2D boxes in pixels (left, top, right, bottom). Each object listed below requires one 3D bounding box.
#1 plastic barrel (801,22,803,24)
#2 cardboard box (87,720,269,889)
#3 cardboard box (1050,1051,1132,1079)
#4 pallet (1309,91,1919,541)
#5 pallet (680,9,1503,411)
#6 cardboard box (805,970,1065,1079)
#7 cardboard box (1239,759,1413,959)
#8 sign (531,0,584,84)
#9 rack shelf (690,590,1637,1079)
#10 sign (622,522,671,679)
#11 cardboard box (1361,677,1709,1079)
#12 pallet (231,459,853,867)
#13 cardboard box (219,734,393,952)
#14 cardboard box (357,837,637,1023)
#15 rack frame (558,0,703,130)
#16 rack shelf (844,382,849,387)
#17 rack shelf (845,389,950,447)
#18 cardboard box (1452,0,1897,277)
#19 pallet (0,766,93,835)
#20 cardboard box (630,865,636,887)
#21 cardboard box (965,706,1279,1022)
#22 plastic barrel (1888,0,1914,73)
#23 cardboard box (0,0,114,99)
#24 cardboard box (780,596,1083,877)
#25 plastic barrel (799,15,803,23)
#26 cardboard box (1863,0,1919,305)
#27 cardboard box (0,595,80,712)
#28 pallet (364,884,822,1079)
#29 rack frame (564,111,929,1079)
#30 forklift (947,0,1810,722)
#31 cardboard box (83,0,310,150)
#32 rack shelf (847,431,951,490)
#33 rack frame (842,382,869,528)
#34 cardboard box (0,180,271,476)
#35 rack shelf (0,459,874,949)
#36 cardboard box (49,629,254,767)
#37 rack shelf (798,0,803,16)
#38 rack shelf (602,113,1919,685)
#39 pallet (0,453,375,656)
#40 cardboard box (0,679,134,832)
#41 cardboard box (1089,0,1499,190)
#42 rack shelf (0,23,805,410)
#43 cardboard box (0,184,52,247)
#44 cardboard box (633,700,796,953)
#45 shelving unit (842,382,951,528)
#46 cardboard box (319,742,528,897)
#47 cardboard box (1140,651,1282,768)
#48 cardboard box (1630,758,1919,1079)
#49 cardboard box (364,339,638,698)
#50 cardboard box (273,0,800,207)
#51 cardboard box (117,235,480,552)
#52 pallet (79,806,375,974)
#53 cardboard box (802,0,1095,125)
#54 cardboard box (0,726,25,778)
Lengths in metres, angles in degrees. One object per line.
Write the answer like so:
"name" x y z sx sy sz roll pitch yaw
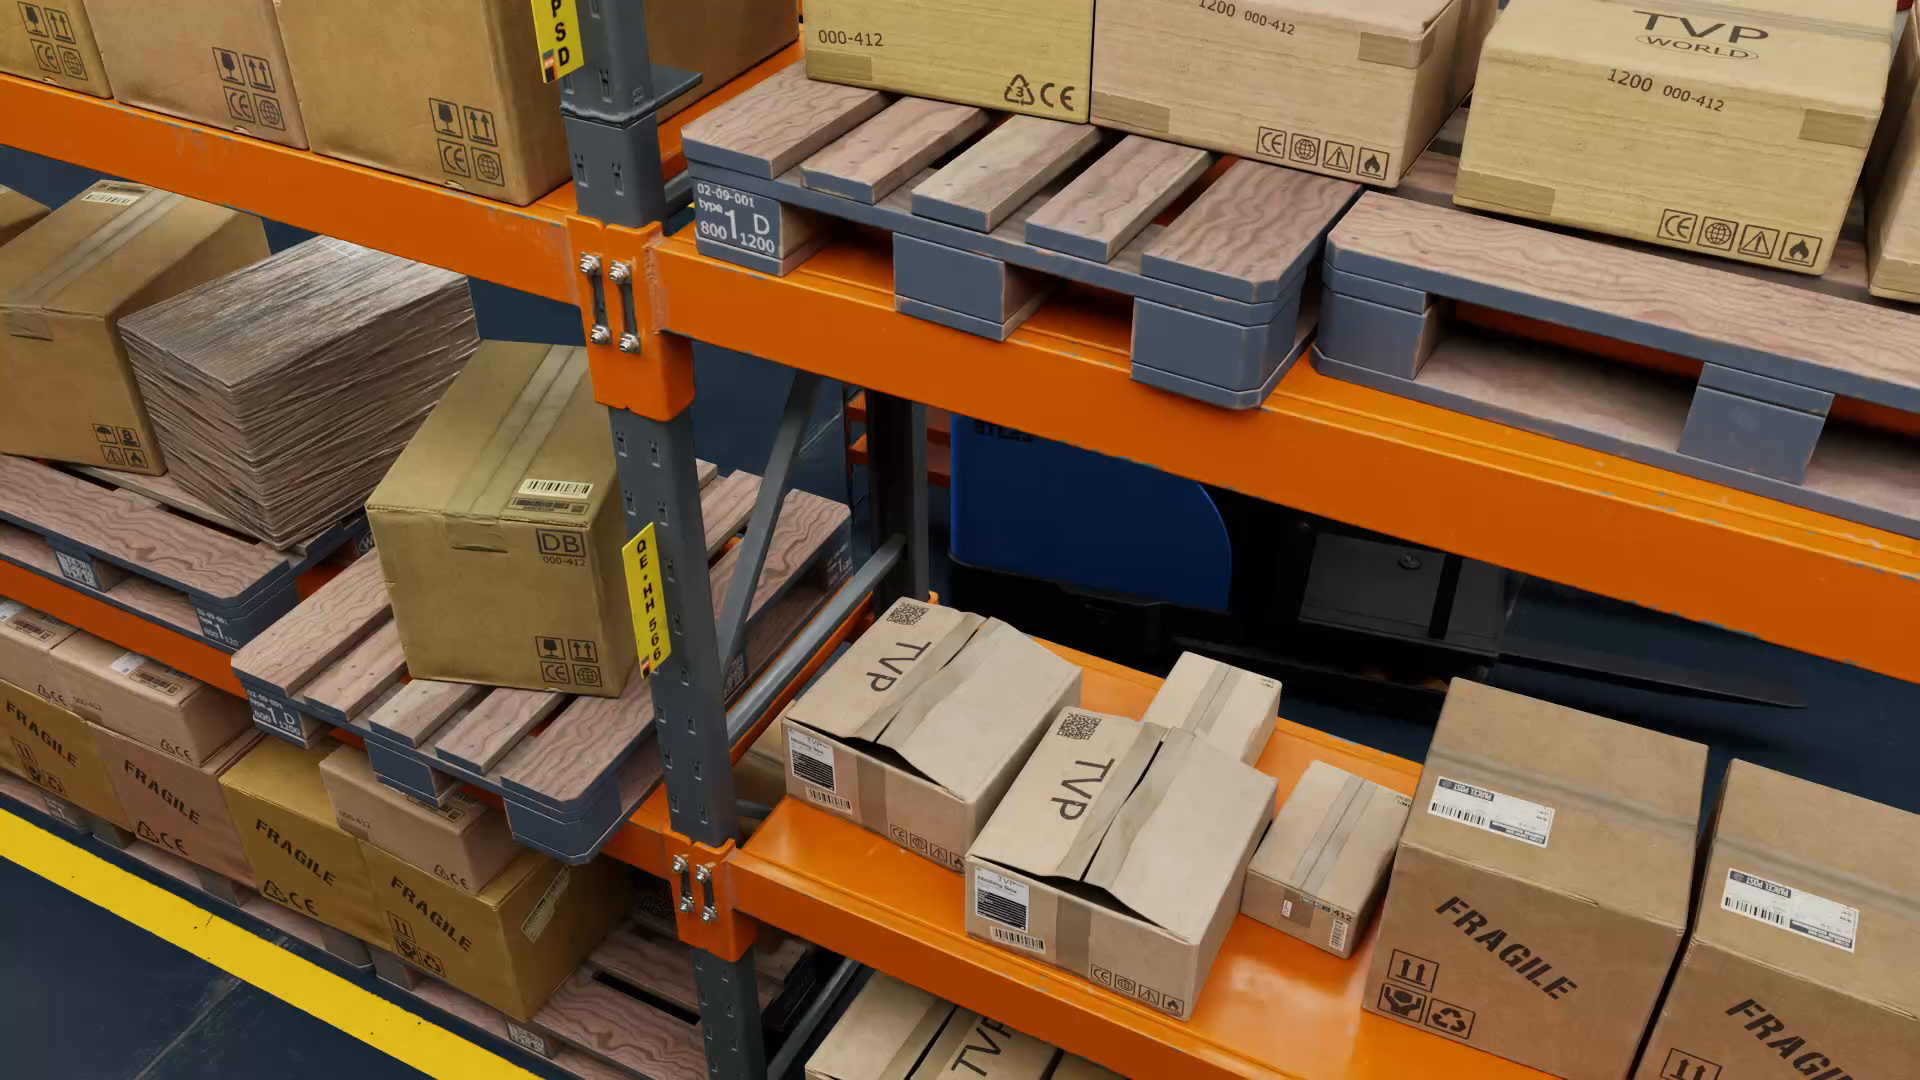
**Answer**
"plastic barrel" -0.528 -2.489 8.937 0.708 0.901 0.600 17 41 21
"cardboard box" -2.228 0.655 5.110 0.500 0.500 0.500 16 40 20
"cardboard box" 0.439 1.405 3.882 0.500 0.311 0.500 16 40 20
"pallet" 1.277 -0.414 2.490 1.213 0.211 1.003 19 41 24
"pallet" 0.282 -0.724 2.898 1.003 0.211 1.213 19 41 24
"cardboard box" -0.032 1.263 4.068 0.500 0.311 0.500 19 41 23
"cardboard box" 0.797 0.680 3.581 0.250 0.149 0.380 20 42 25
"sign" -0.613 -0.855 2.487 0.005 0.325 0.100 17 41 21
"rack shelf" 1.414 1.098 3.418 4.000 0.370 1.077 17 41 21
"sign" -0.603 0.120 3.219 0.005 0.325 0.100 17 41 21
"cardboard box" 1.136 0.673 3.299 0.500 0.500 0.500 15 40 19
"pallet" -0.996 0.181 4.189 1.003 0.211 1.213 17 41 21
"cardboard box" -1.759 0.798 4.922 0.500 0.500 0.500 16 40 20
"cardboard box" -1.300 0.942 4.732 0.500 0.500 0.500 19 41 23
"rack frame" -0.362 -2.134 2.119 0.127 3.000 1.000 17 41 21
"rack shelf" -0.176 -0.653 6.359 0.480 0.148 0.258 16 40 20
"rack shelf" -0.176 -0.474 6.494 0.480 0.148 0.258 16 40 20
"cardboard box" 1.044 -0.650 2.421 0.500 0.250 0.500 17 40 21
"pallet" -3.174 0.460 5.970 1.213 0.211 1.003 17 41 21
"cardboard box" -1.102 0.653 5.112 0.500 0.500 0.500 16 40 20
"cardboard box" 0.344 0.643 3.495 0.500 0.311 0.500 17 40 21
"plastic barrel" 3.687 -2.053 6.861 0.433 0.535 0.433 0 37 0
"cardboard box" -1.679 -1.369 3.509 0.500 0.500 0.910 17 41 21
"cardboard box" -0.059 0.415 3.796 0.500 0.311 0.500 20 42 24
"plastic barrel" -1.157 -2.686 9.196 0.708 0.901 0.600 17 41 21
"cardboard box" 1.521 -0.499 2.223 0.500 0.250 0.500 14 39 18
"cardboard box" -2.708 0.208 5.078 0.500 0.250 0.500 17 41 22
"pallet" -1.007 1.138 5.076 1.213 0.211 1.003 17 41 21
"rack frame" -0.362 0.255 3.933 0.127 3.000 1.000 17 41 21
"forklift" 1.527 -0.882 5.487 3.031 2.935 1.130 10 38 13
"cardboard box" -1.217 -1.224 3.318 0.500 0.500 0.910 17 41 21
"rack shelf" -0.176 -0.316 6.614 0.480 0.148 0.258 16 40 20
"rack frame" -0.396 -0.592 6.538 0.015 1.200 0.240 16 40 20
"cardboard box" -2.316 -0.606 4.637 0.500 0.500 0.700 8 38 10
"rack shelf" -2.138 -0.014 4.883 4.000 0.370 1.077 17 41 21
"cardboard box" -2.262 0.347 4.895 0.500 0.250 0.500 17 40 21
"rack shelf" 0.144 -2.673 8.385 4.000 0.370 1.077 17 41 21
"rack shelf" 1.414 -0.097 2.511 4.000 0.370 1.077 17 41 21
"pallet" -2.091 -0.207 4.700 1.213 0.211 1.003 17 41 21
"cardboard box" -2.677 0.514 5.295 0.500 0.500 0.500 18 41 22
"cardboard box" 0.541 -0.815 2.639 0.500 0.250 0.500 18 41 23
"rack shelf" -2.138 -1.209 3.976 4.000 0.370 1.077 17 41 21
"cardboard box" -2.956 -0.655 4.702 0.500 0.500 0.700 24 43 28
"cardboard box" -0.634 0.796 4.924 0.500 0.500 0.500 19 41 23
"shelving unit" -0.176 -0.528 6.453 0.503 1.200 0.258 16 40 20
"cardboard box" -1.352 0.630 4.523 0.500 0.250 0.500 19 41 23
"cardboard box" 0.564 0.457 3.875 0.250 0.149 0.380 17 41 21
"cardboard box" 1.603 0.820 3.107 0.500 0.500 0.500 17 41 22
"cardboard box" -0.973 -0.066 3.927 0.500 0.500 0.700 5 37 6
"cardboard box" -0.764 -1.083 3.132 0.500 0.500 0.910 17 41 21
"cardboard box" -1.697 -0.423 4.397 0.500 0.500 0.700 26 44 30
"pallet" -2.086 0.798 5.524 1.213 0.211 1.003 17 41 21
"cardboard box" 0.067 -0.951 2.818 0.500 0.250 0.500 14 40 18
"cardboard box" -3.117 0.371 5.484 0.500 0.500 0.500 18 41 22
